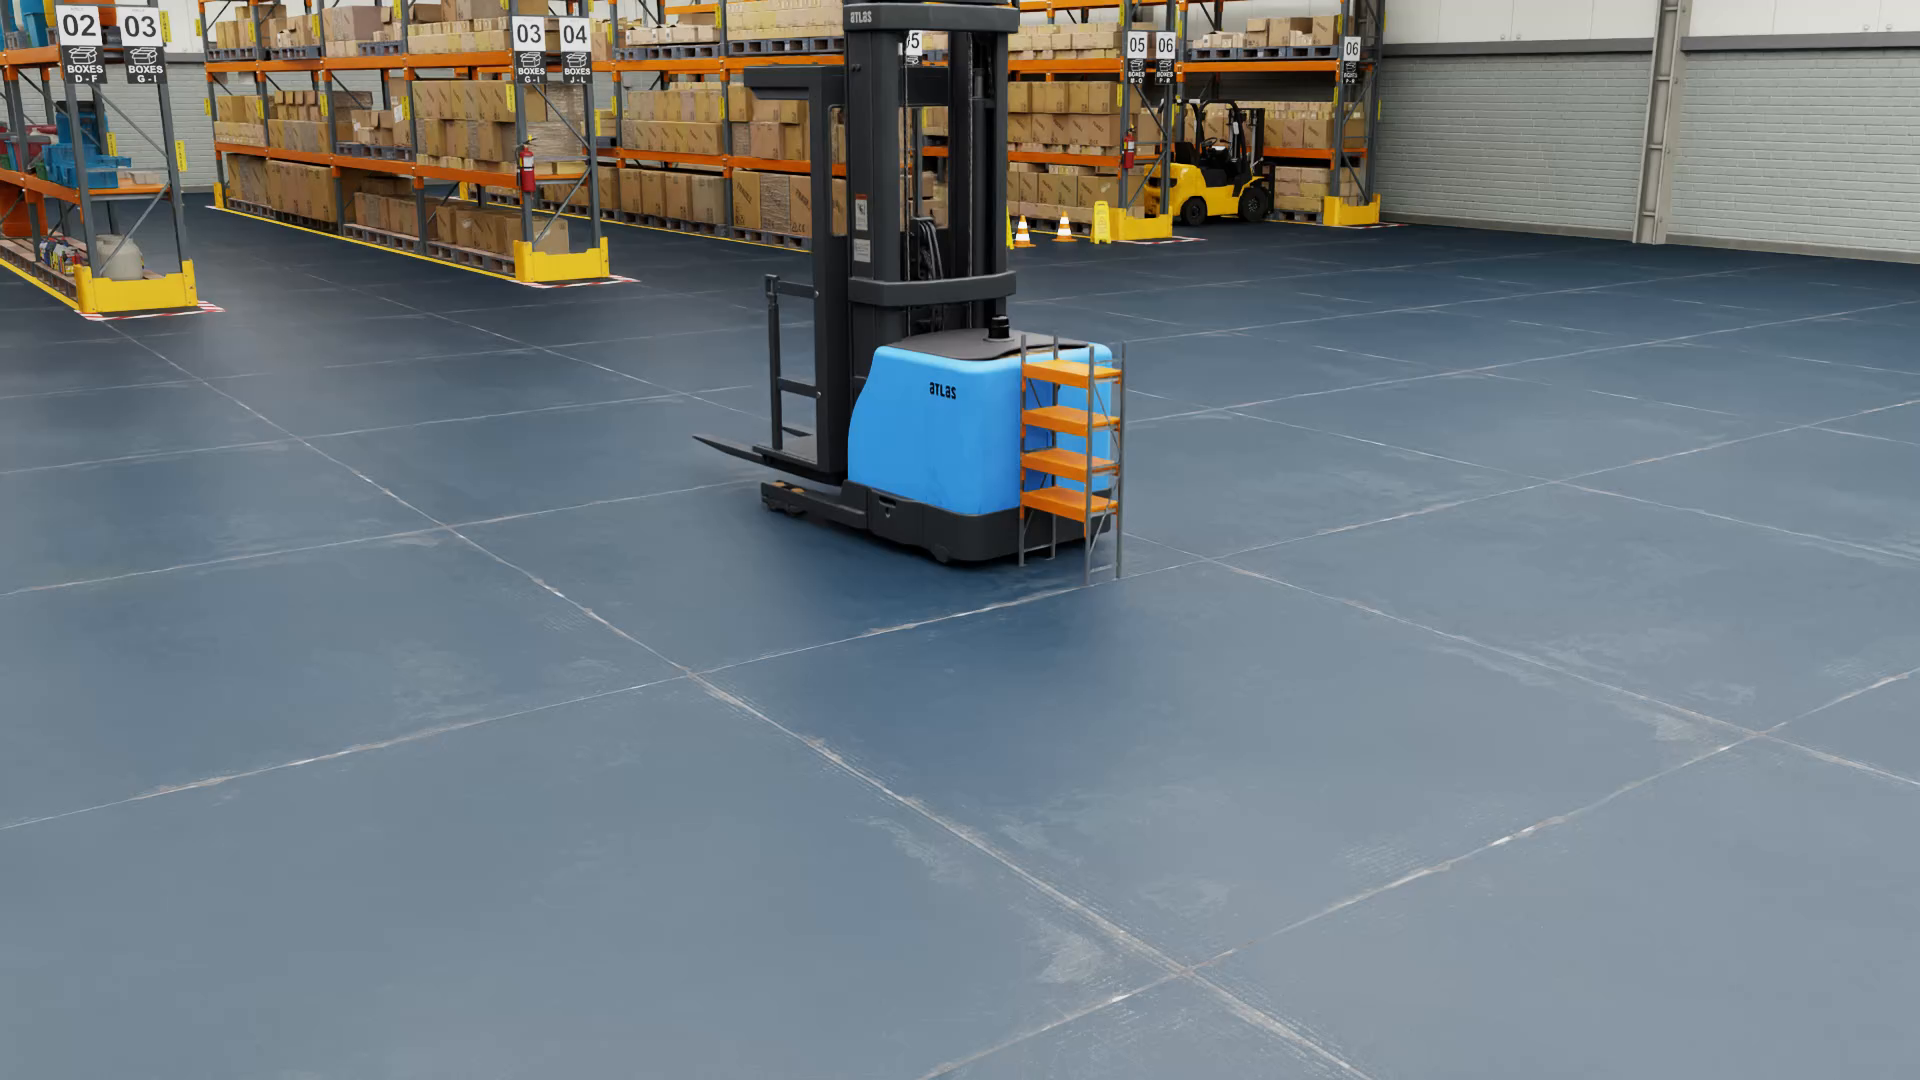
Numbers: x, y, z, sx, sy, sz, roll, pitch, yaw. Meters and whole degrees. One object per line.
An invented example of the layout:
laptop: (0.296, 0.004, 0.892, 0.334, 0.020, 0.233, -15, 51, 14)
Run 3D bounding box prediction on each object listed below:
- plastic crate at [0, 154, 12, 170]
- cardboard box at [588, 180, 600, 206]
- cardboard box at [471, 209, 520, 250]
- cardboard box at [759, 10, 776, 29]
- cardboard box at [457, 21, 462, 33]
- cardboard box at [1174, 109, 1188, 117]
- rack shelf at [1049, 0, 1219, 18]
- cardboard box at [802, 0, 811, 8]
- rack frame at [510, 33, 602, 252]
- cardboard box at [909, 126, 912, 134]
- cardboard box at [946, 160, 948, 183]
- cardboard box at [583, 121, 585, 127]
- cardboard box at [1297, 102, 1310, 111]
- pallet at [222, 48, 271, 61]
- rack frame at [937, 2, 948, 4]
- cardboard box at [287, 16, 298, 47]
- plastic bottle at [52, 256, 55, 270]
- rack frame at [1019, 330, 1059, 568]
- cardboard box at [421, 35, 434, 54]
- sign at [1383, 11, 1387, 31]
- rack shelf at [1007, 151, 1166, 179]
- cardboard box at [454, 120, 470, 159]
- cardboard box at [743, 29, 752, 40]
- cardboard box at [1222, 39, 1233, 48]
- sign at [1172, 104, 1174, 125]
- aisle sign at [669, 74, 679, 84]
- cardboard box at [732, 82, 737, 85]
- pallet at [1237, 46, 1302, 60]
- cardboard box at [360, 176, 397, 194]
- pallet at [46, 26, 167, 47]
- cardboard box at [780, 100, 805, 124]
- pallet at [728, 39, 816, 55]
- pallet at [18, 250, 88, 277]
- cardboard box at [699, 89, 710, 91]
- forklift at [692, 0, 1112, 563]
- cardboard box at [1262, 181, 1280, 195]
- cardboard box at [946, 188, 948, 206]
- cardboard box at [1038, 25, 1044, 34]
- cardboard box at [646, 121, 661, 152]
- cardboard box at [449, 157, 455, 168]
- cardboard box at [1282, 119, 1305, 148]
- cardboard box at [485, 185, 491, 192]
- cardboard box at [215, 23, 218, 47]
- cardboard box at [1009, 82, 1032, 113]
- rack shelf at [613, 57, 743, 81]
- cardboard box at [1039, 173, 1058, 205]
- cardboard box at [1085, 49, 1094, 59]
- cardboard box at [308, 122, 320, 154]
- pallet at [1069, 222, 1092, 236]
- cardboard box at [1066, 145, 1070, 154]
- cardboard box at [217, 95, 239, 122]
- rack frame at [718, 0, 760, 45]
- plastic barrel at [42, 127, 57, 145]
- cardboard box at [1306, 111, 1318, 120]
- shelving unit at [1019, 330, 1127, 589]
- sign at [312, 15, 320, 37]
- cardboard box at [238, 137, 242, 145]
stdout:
plastic crate: (-12.665, -5.105, 22.447, 0.450, 0.188, 0.662, -11, 19, -35)
cardboard box: (-6.587, -6.459, 30.931, 0.500, 0.500, 0.500, -10, 18, -32)
cardboard box: (-6.432, -4.312, 23.087, 0.500, 0.500, 0.500, -13, 20, -39)
cardboard box: (-2.678, -7.802, 24.953, 0.500, 0.250, 0.500, -11, 19, -35)
cardboard box: (-6.352, -6.716, 21.779, 0.380, 0.149, 0.250, -12, 19, -37)
cardboard box: (4.243, -8.357, 32.509, 0.380, 0.149, 0.250, -10, 18, -33)
rack shelf: (3.447, -10.738, 33.383, 1.077, 0.370, 4.000, -11, 19, -35)
cardboard box: (-2.051, -7.739, 23.968, 0.380, 0.149, 0.250, -11, 19, -34)
rack frame: (-5.054, -4.794, 20.908, 1.000, 3.000, 0.127, -11, 19, -35)
cardboard box: (-0.790, -7.671, 31.100, 0.380, 0.149, 0.250, -10, 18, -33)
cardboard box: (0.022, -8.524, 38.478, 0.500, 0.500, 0.500, -10, 18, -32)
cardboard box: (-6.660, -7.622, 30.361, 0.380, 0.149, 0.250, -10, 18, -33)
cardboard box: (6.248, -7.751, 29.732, 0.380, 0.149, 0.250, -10, 18, -33)
pallet: (-13.295, -9.197, 31.482, 1.003, 0.211, 1.213, -11, 19, -35)
rack frame: (-0.081, -12.559, 37.917, 1.000, 3.000, 0.127, -11, 19, -35)
cardboard box: (-10.976, -8.634, 28.267, 0.797, 0.503, 0.637, -11, 19, -35)
plastic bottle: (-11.015, -3.400, 20.285, 0.097, 0.201, 0.097, 0, 15, 0)
rack frame: (0.400, -0.458, 8.477, 0.240, 1.200, 0.015, -12, 20, -38)
cardboard box: (-7.033, -6.774, 22.747, 0.500, 0.250, 0.500, -11, 19, -35)
sign: (7.427, -9.095, 29.135, 0.100, 0.325, 0.005, -11, 19, -35)
rack shelf: (1.786, -6.412, 28.184, 1.077, 0.370, 4.000, -11, 19, -35)
cardboard box: (-6.290, -5.417, 22.434, 0.875, 0.500, 0.500, -11, 19, -35)
cardboard box: (-3.096, -7.733, 25.459, 0.380, 0.149, 0.250, -11, 19, -35)
cardboard box: (5.093, -9.227, 30.914, 0.380, 0.149, 0.250, -10, 18, -33)
sign: (3.401, -6.834, 26.722, 0.100, 0.325, 0.005, -11, 19, -35)
aisle sign: (-6.722, -10.973, 38.560, 0.394, 0.787, 0.004, -11, 19, -35)
cardboard box: (-4.738, -9.882, 36.187, 0.380, 0.149, 0.250, -11, 19, -34)
pallet: (5.859, -8.923, 30.481, 1.003, 0.211, 1.213, -11, 19, -35)
cardboard box: (-9.340, -5.732, 26.817, 0.500, 0.250, 0.500, -10, 18, -32)
pallet: (-9.468, -5.572, 18.429, 1.003, 0.211, 1.213, -11, 19, -35)
cardboard box: (-2.204, -6.557, 25.022, 0.875, 0.550, 0.500, -11, 19, -35)
pallet: (-2.862, -7.624, 25.735, 1.003, 0.211, 1.213, -11, 19, -35)
pallet: (-11.905, -3.696, 22.179, 1.003, 0.211, 1.213, -11, 19, -35)
cardboard box: (-5.481, -9.808, 37.145, 0.500, 0.500, 0.500, -11, 19, -34)
forklift: (-0.507, -1.621, 9.447, 1.130, 2.935, 3.031, -12, 20, -38)
cardboard box: (5.829, -6.492, 30.579, 0.500, 0.250, 0.500, -11, 19, -36)
cardboard box: (0.300, -6.233, 30.349, 0.950, 0.372, 0.625, -11, 19, -34)
cardboard box: (1.512, -8.459, 27.584, 0.380, 0.149, 0.250, -10, 18, -33)
cardboard box: (-5.043, -6.945, 28.579, 0.500, 0.500, 0.500, -11, 19, -35)
cardboard box: (-6.768, -5.171, 22.763, 0.380, 0.149, 0.250, -11, 19, -35)
cardboard box: (6.176, -7.328, 29.978, 0.500, 0.500, 0.500, -10, 18, -33)
cardboard box: (-9.908, -7.458, 35.247, 0.380, 0.149, 0.250, -11, 19, -34)
cardboard box: (-14.112, -9.853, 32.538, 0.700, 0.500, 0.500, -12, 20, -38)
cardboard box: (1.249, -7.508, 28.181, 0.700, 0.500, 0.500, -11, 19, -36)
rack shelf: (-4.510, -7.923, 28.023, 1.077, 0.370, 4.000, -11, 19, -35)
cardboard box: (1.679, -5.920, 28.017, 0.500, 0.500, 0.500, -11, 19, -36)
cardboard box: (2.224, -7.800, 26.688, 0.380, 0.149, 0.250, -10, 18, -33)
cardboard box: (-10.537, -6.724, 27.773, 0.500, 0.500, 0.500, -11, 19, -35)
pallet: (2.468, -5.182, 27.610, 1.003, 0.211, 1.213, -11, 19, -35)
cardboard box: (1.984, -6.479, 27.542, 0.380, 0.149, 0.250, -11, 19, -34)
cardboard box: (-14.104, -8.392, 32.355, 0.500, 0.500, 0.500, -11, 19, -36)
rack frame: (-3.334, -9.290, 25.971, 1.000, 3.000, 0.127, -11, 19, -35)
plastic barrel: (-12.229, -5.340, 22.646, 0.433, 0.535, 0.433, 0, 15, 0)
cardboard box: (6.370, -7.545, 29.542, 0.380, 0.149, 0.250, -11, 18, -34)
shelving unit: (0.556, -0.408, 8.295, 0.258, 1.200, 0.503, -12, 20, -38)
sign: (-10.212, -8.152, 26.367, 0.100, 0.325, 0.005, -11, 19, -35)
cardboard box: (-13.459, -7.578, 31.558, 0.380, 0.149, 0.250, -10, 18, -34)
